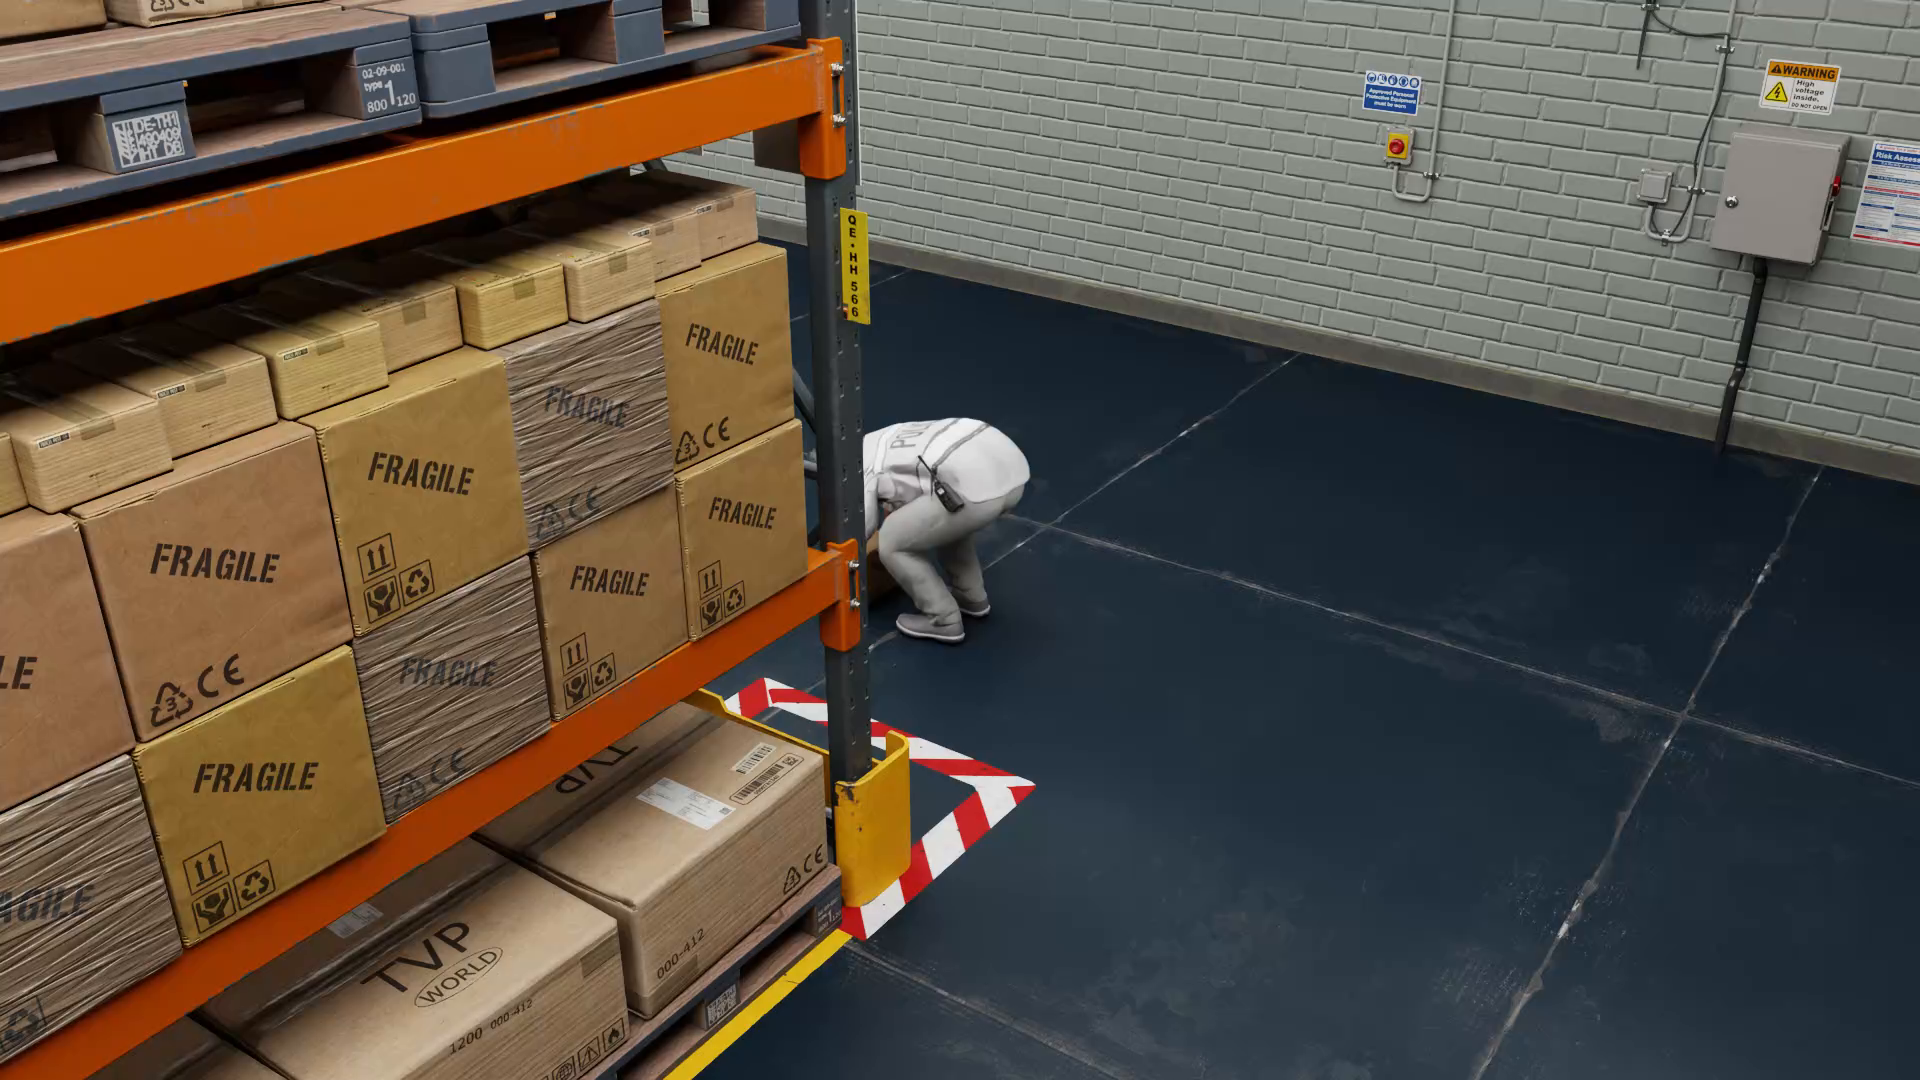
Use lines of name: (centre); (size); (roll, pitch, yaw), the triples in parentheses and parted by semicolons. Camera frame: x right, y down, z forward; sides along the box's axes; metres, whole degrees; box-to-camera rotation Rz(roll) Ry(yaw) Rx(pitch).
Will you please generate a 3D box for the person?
person: (-0.203, -0.099, 7.211); (1.022, 0.936, 0.533); (16, 31, 28)
